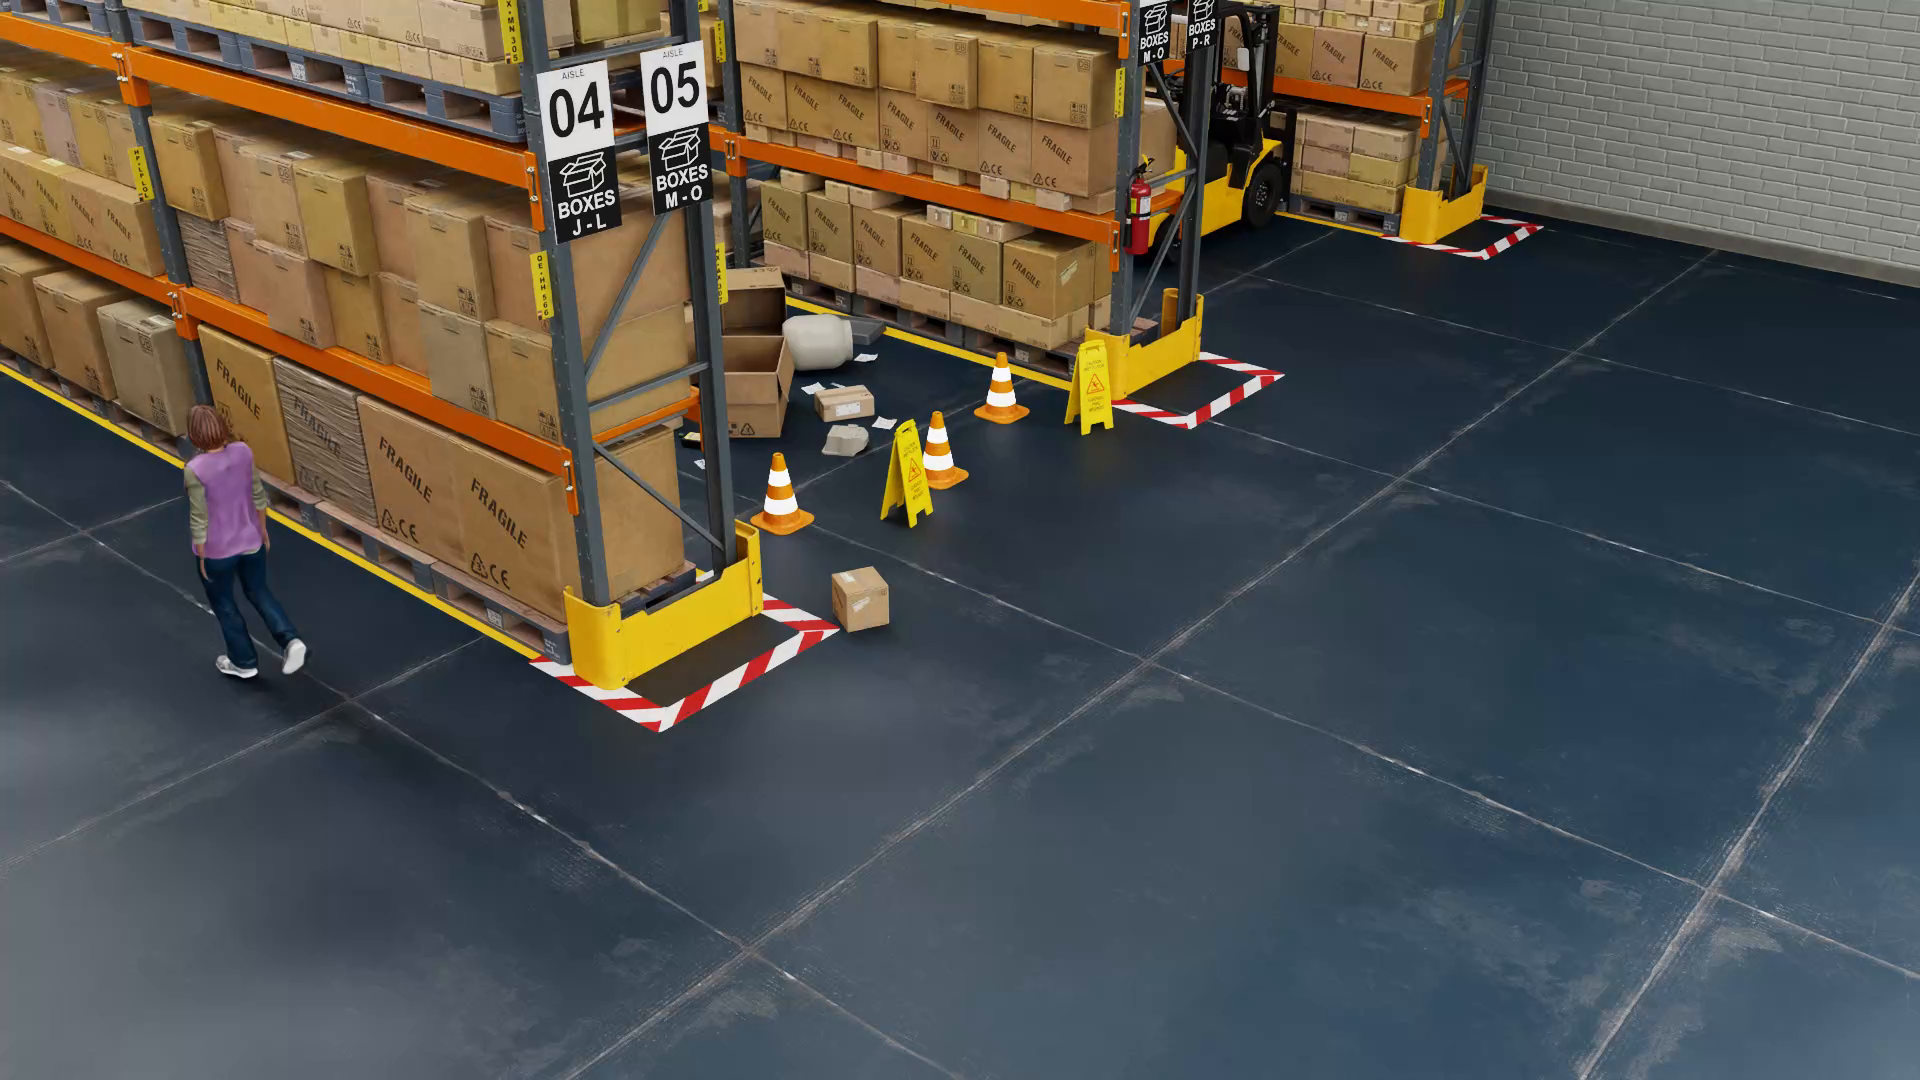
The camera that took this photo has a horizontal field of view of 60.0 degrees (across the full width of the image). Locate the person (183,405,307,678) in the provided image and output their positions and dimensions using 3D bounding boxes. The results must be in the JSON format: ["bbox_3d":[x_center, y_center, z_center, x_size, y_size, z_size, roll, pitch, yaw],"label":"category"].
[{"bbox_3d":[-3.700,0.033,8.535,0.647,1.580,0.422,18,33,31],"label":"person"}]
